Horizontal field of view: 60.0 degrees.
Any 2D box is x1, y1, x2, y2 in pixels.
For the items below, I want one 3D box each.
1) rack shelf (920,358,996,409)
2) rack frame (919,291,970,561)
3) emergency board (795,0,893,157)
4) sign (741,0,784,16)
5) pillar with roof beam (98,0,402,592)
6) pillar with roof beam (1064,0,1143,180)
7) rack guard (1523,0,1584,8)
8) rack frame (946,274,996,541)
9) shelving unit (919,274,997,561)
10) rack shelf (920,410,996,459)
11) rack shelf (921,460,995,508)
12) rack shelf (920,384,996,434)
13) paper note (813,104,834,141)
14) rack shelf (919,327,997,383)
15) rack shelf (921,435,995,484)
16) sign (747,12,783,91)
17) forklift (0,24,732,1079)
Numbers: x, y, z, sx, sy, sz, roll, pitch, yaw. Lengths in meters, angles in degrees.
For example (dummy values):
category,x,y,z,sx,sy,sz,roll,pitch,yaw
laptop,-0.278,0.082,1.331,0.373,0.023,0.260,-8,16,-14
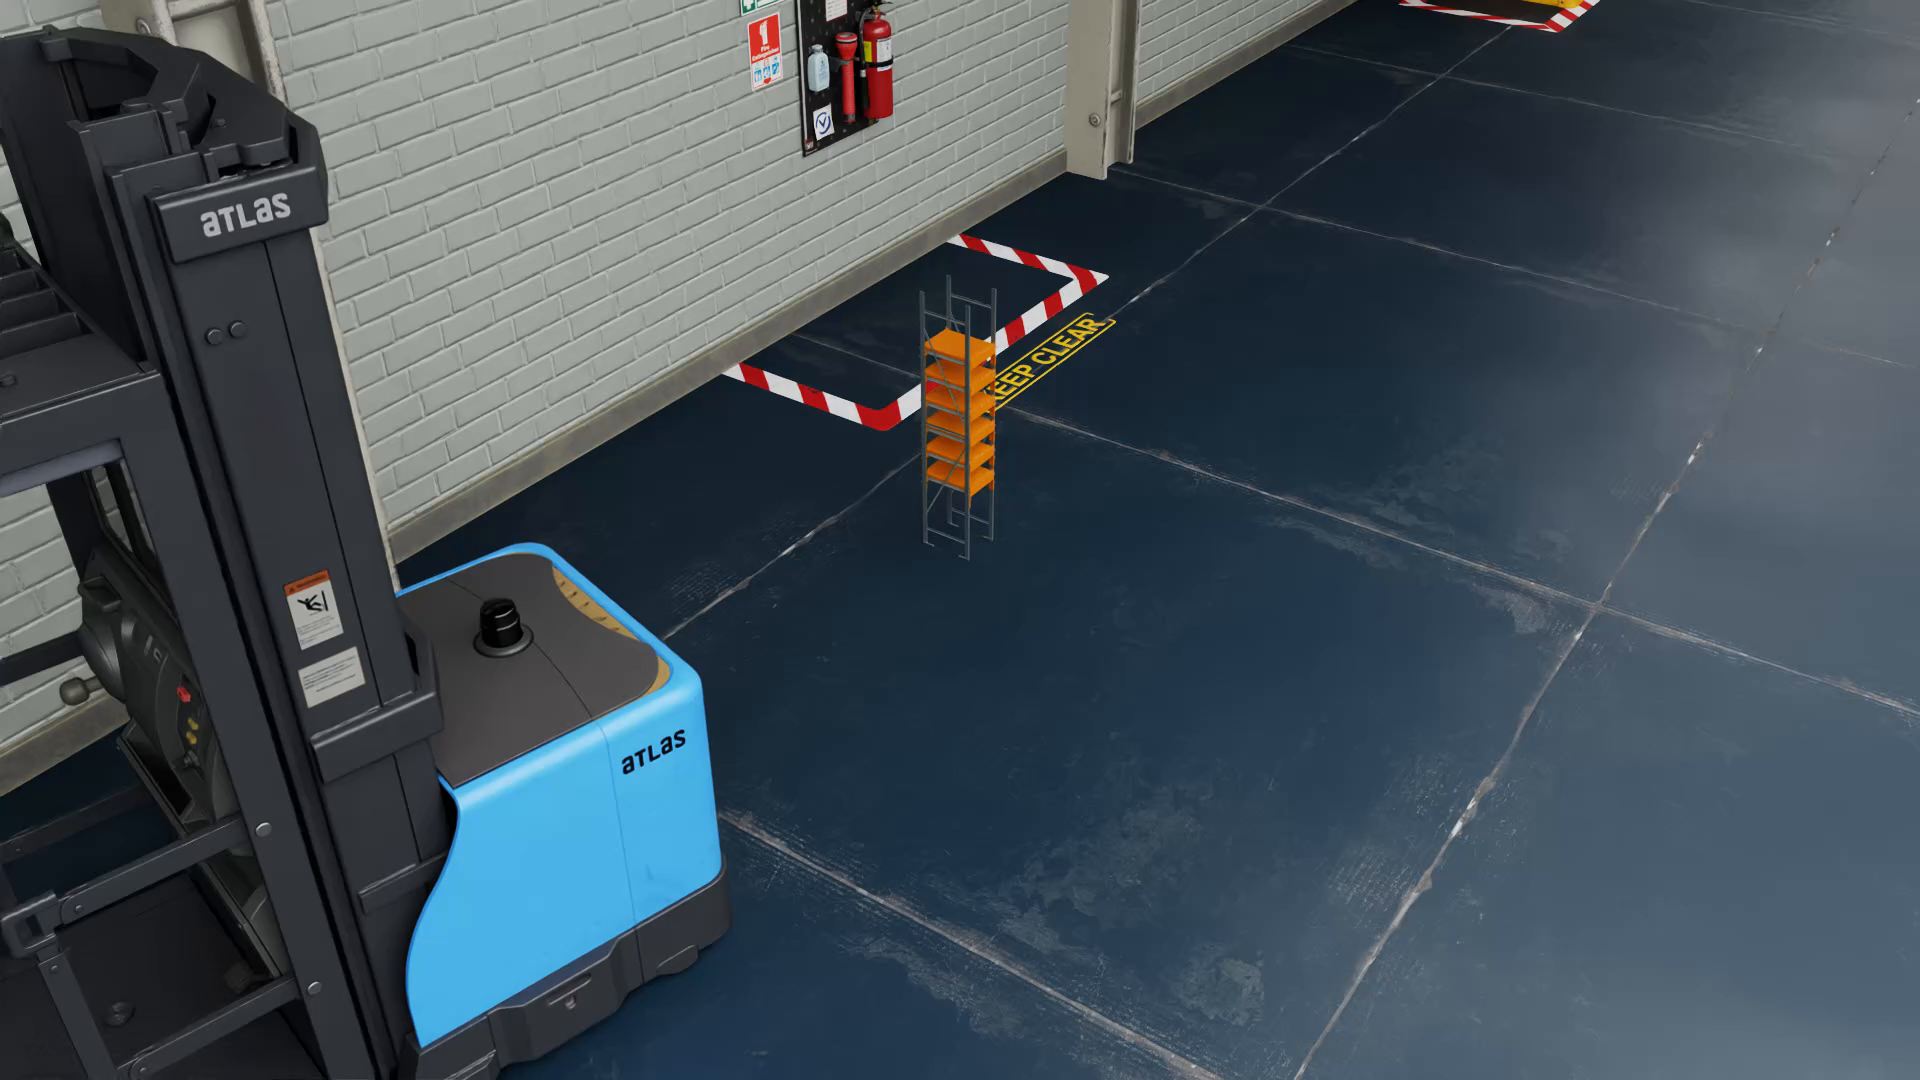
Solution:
category,x,y,z,sx,sy,sz,roll,pitch,yaw
rack shelf,-0.008,-0.652,6.794,0.258,0.103,0.180,21,39,28
rack frame,-0.060,-0.448,6.842,0.240,1.200,0.006,21,39,28
emergency board,-0.539,-2.565,8.366,0.194,1.169,0.643,21,39,28
sign,-0.929,-2.577,7.879,0.001,0.109,0.331,21,39,28
pillar with roof beam,1.017,-2.039,2.233,9.100,9.000,0.400,21,39,28
pillar with roof beam,4.438,-4.801,6.316,9.100,9.000,0.400,21,39,28
rack guard,4.677,-4.853,13.980,1.175,0.500,0.348,21,39,28
rack frame,0.044,-0.532,6.966,0.240,1.200,0.006,21,39,28
shelving unit,-0.008,-0.490,6.904,0.258,1.200,0.189,21,39,28
rack shelf,-0.008,-0.454,6.929,0.258,0.103,0.180,21,39,28
rack shelf,-0.008,-0.255,7.063,0.258,0.103,0.180,21,39,28
rack shelf,-0.008,-0.553,6.862,0.258,0.103,0.180,21,39,28
paper note,-0.697,-2.141,8.525,0.016,0.148,0.142,21,39,28
rack shelf,-0.008,-0.752,6.727,0.258,0.103,0.180,21,39,28
rack shelf,-0.008,-0.354,6.996,0.258,0.103,0.180,21,39,28
sign,-0.939,-2.359,8.028,0.001,0.329,0.234,21,39,28
forklift,-2.171,0.404,4.036,3.031,2.935,1.130,-26,42,-33
